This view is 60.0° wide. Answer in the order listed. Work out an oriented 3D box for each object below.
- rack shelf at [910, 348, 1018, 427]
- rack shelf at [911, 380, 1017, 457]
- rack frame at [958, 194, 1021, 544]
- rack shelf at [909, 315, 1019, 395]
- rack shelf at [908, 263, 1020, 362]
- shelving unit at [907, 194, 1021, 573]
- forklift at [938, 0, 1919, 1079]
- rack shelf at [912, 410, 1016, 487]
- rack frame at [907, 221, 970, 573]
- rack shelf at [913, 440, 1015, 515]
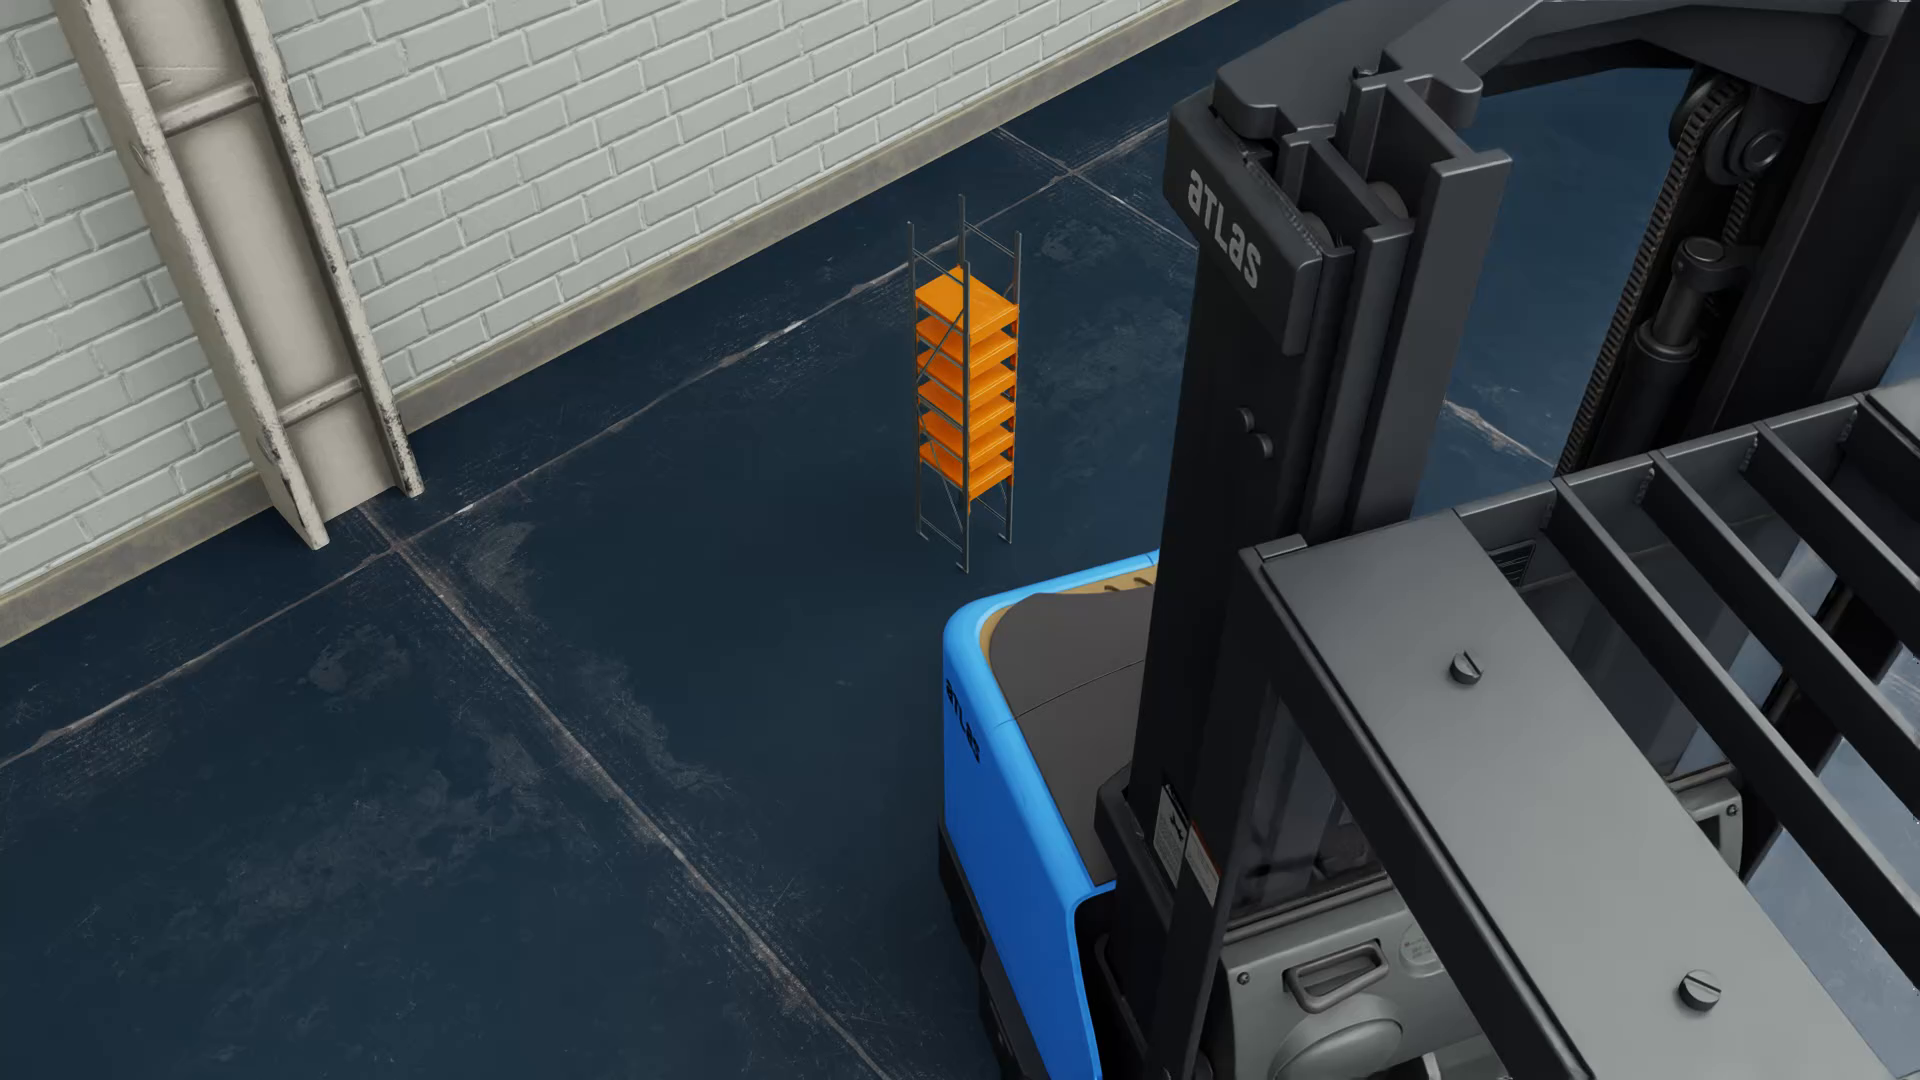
[{"bbox_3d":[0.011,-0.465,4.760,0.180,0.103,0.258,-34,56,-27],"label":"rack shelf"},{"bbox_3d":[0.011,-0.384,4.848,0.180,0.103,0.258,-34,56,-27],"label":"rack shelf"},{"bbox_3d":[0.078,-0.459,4.857,0.006,1.200,0.240,-34,56,-27],"label":"rack frame"},{"bbox_3d":[0.011,-0.547,4.672,0.180,0.103,0.258,-34,56,-27],"label":"rack shelf"},{"bbox_3d":[0.011,-0.628,4.584,0.180,0.103,0.258,-34,56,-27],"label":"rack shelf"},{"bbox_3d":[0.011,-0.414,4.816,0.189,1.200,0.258,-34,56,-27],"label":"shelving unit"},{"bbox_3d":[0.923,0.784,2.532,1.130,2.935,3.031,-15,49,-13],"label":"forklift"},{"bbox_3d":[0.011,-0.303,4.936,0.180,0.103,0.258,-34,56,-27],"label":"rack shelf"},{"bbox_3d":[-0.057,-0.369,4.774,0.006,1.200,0.240,-34,56,-27],"label":"rack frame"},{"bbox_3d":[0.011,-0.221,5.025,0.180,0.103,0.258,-34,56,-27],"label":"rack shelf"}]
